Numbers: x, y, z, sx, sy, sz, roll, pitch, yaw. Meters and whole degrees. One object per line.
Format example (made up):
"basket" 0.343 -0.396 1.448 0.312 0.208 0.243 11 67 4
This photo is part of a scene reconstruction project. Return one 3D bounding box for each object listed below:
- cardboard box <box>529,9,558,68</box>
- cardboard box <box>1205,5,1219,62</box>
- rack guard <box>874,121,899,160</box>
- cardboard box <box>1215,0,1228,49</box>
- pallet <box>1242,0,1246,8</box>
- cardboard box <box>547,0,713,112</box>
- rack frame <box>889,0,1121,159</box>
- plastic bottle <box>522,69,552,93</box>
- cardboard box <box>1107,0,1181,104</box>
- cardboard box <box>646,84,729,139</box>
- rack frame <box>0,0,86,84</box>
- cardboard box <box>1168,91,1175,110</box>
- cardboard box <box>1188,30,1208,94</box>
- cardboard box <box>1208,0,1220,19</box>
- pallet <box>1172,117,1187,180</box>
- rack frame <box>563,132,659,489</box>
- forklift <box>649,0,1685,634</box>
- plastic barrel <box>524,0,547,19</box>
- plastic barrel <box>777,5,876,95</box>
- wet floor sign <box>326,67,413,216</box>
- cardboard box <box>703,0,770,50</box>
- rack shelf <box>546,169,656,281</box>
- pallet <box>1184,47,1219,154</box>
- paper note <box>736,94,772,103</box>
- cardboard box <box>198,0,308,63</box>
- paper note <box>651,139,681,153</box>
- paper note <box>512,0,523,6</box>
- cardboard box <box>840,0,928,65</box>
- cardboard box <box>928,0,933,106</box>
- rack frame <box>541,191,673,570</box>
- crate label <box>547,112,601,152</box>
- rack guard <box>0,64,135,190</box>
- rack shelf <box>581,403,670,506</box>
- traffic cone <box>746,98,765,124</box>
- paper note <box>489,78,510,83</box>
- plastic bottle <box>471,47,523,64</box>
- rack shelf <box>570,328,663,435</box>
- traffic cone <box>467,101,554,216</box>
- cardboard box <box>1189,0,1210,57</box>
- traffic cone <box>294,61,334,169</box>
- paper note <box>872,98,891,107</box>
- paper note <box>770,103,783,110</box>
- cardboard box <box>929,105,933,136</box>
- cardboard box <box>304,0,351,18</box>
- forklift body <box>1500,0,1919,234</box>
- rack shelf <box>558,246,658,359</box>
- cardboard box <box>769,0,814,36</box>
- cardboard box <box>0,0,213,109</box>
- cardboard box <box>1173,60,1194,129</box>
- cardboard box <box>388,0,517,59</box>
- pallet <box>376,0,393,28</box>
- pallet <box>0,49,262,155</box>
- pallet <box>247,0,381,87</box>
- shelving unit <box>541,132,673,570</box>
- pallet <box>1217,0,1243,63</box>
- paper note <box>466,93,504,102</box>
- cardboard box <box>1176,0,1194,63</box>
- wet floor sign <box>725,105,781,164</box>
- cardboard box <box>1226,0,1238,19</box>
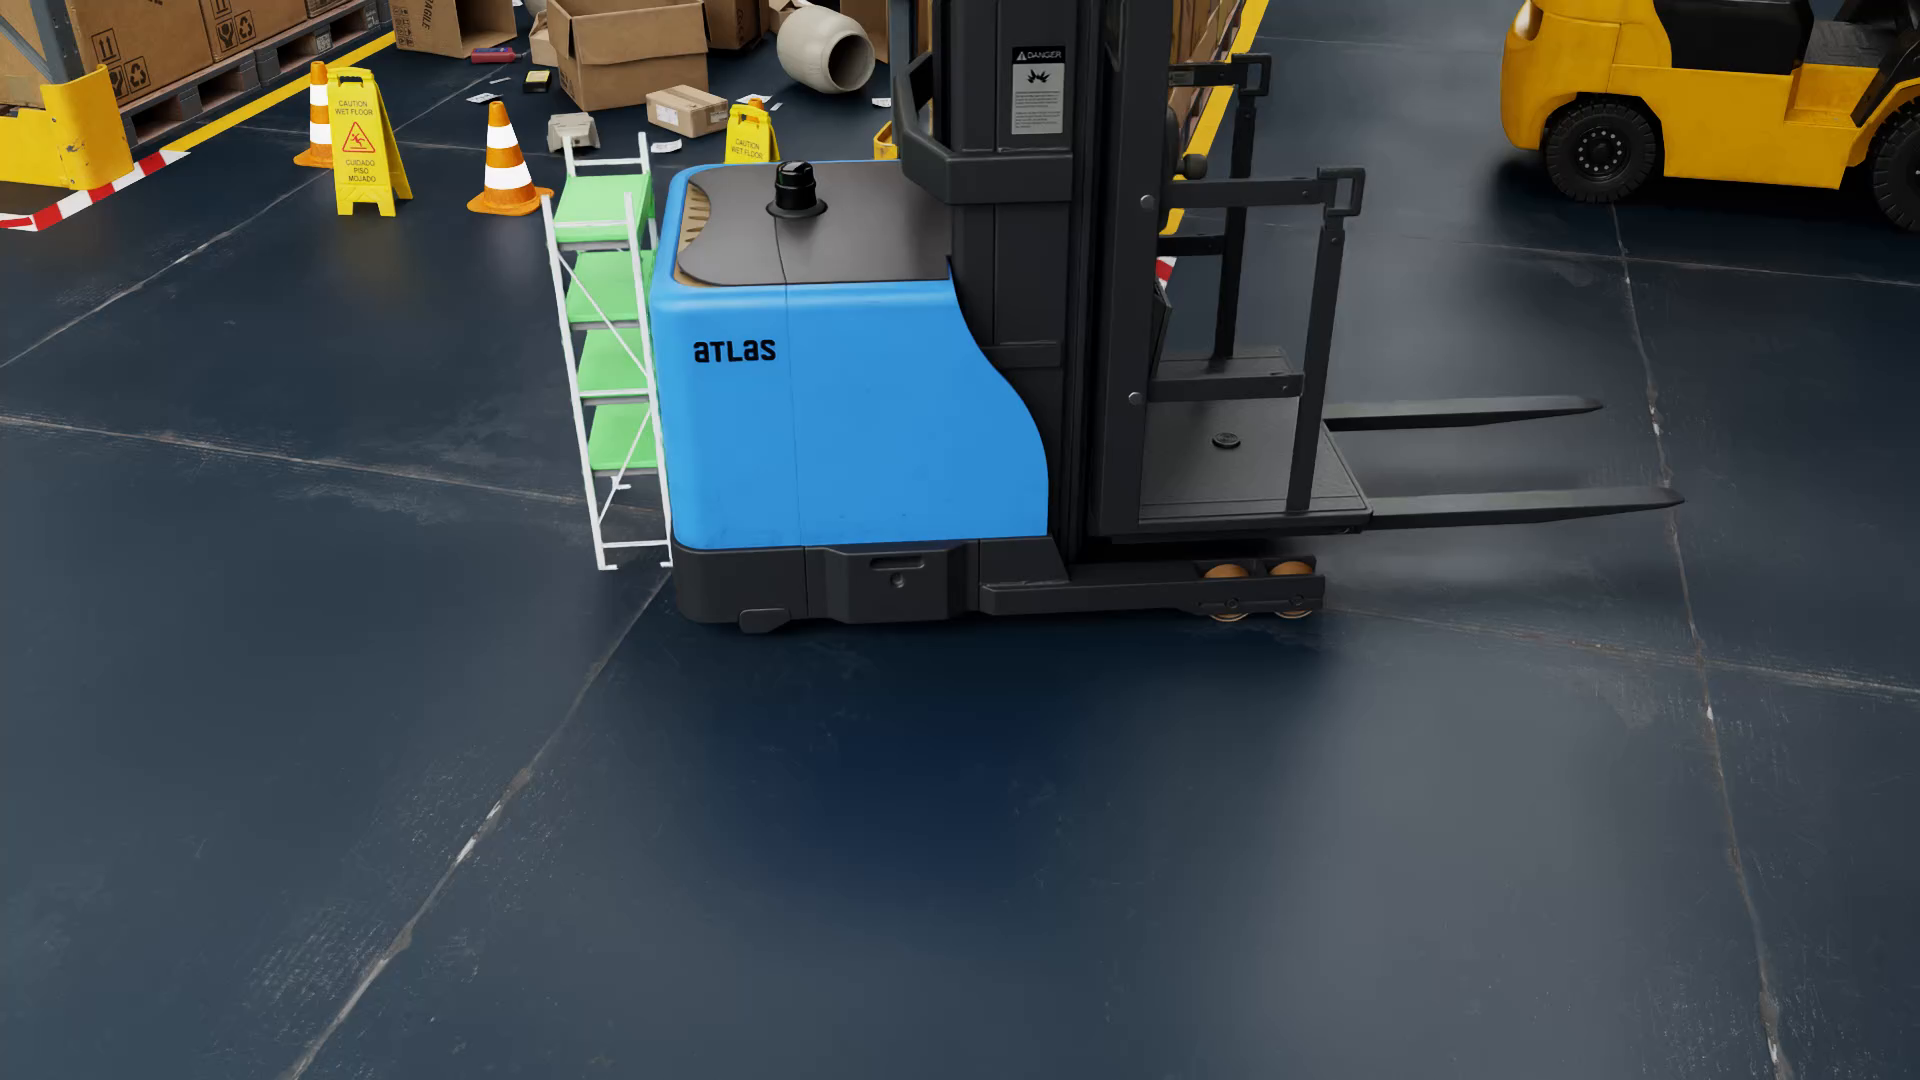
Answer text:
"cardboard box" -2.239 -2.867 9.512 0.396 0.266 0.258 14 35 21
"cardboard box" 1.080 -2.675 8.833 0.500 0.250 0.500 9 33 13
"rack guard" 0.233 -1.451 7.066 1.175 0.500 0.348 8 33 12
"cardboard box" 1.213 -2.938 9.247 0.500 0.250 0.500 7 33 11
"pallet" 1.425 -3.770 10.983 1.003 0.211 1.213 8 33 12
"cardboard box" -1.789 -2.669 8.979 0.797 0.503 0.637 -14 35 -21
"rack frame" 0.214 -2.466 6.334 1.000 3.000 0.127 8 33 12
"plastic bottle" -2.334 -2.546 9.198 0.133 0.061 0.283 -3 33 -4
"cardboard box" 0.692 -2.193 7.376 0.500 0.500 0.500 7 33 11
"cardboard box" -1.408 -2.218 8.600 0.380 0.149 0.250 28 42 36
"rack frame" -4.600 -3.088 7.311 1.000 3.000 0.127 8 33 12
"cardboard box" 0.686 -1.864 7.558 0.500 0.250 0.500 8 33 12
"cardboard box" 0.949 -2.413 8.421 0.500 0.250 0.500 10 34 16
"cardboard box" 1.083 -3.003 8.650 0.500 0.500 0.500 10 34 15
"pallet" 0.474 -1.746 7.799 1.003 0.211 1.213 8 33 12
"rack frame" -1.038 -0.685 5.205 0.240 1.200 0.015 -3 33 -4
"forklift" 0.656 -1.280 4.531 3.031 2.935 1.130 -3 33 -4
"plastic barrel" -2.389 -3.279 10.013 0.421 0.421 0.512 -21 38 -29
"plastic barrel" -0.726 -2.657 9.035 0.421 0.421 0.512 -21 38 -29
"wet floor sign" -2.692 -1.810 7.495 0.267 0.644 0.232 3 33 4
"cardboard box" -1.560 -3.213 9.708 0.797 0.637 0.503 8 33 12
"rack shelf" -1.023 -0.905 4.777 0.258 0.148 0.480 -3 33 -4
"pallet" 0.785 -2.377 8.792 1.003 0.211 1.213 8 33 12
"paper note" -1.111 -2.390 8.992 0.148 0.019 0.142 20 38 29
"cardboard box" -4.270 -3.186 9.055 0.875 0.875 0.875 8 33 12
"paper note" -1.472 -1.975 8.328 0.148 0.019 0.142 -3 33 -4
"paper note" -2.879 -3.439 10.630 0.147 0.020 0.142 -14 35 -21
"cardboard box" -0.359 -3.117 9.685 0.500 0.500 0.500 -21 38 -29
"cardboard box" 0.165 -2.251 7.467 0.500 0.500 0.500 8 33 13
"rack frame" -0.997 -0.424 4.795 0.240 1.200 0.015 -3 33 -4
"crate label" -1.945 -2.048 8.344 0.250 0.136 0.298 -8 33 -13
"rack guard" -4.606 -2.021 7.962 1.175 0.500 0.348 8 33 12
"rack shelf" -1.014 -0.298 5.163 0.258 0.148 0.480 -3 33 -4
"traffic cone" -0.925 -1.795 7.642 0.336 0.463 0.334 8 33 12
"paper note" -2.566 -2.561 9.269 0.032 0.001 0.123 28 42 36
"plastic bottle" -2.665 -2.795 9.590 0.283 0.061 0.133 -3 33 -4
"rack shelf" -1.017 -0.500 5.035 0.258 0.148 0.480 -3 33 -4
"traffic cone" -2.085 -1.769 7.602 0.336 0.463 0.334 8 33 12
"cardboard box" 0.955 -2.724 8.212 0.500 0.500 0.500 9 33 13
"traffic cone" -3.091 -2.100 8.121 0.336 0.463 0.334 8 33 12
"paper note" -0.399 -2.359 8.933 0.142 0.019 0.148 -3 33 -4
"paper note" -0.980 -2.316 8.883 0.032 0.001 0.123 8 33 12
"cardboard box" 0.165 -1.952 7.696 0.500 0.250 0.500 8 33 12
"cardboard box" -4.037 -3.659 9.799 0.875 0.875 0.875 8 33 13
"forklift body" 3.733 -2.667 7.440 2.313 2.155 1.214 8 33 12
"rack shelf" -1.020 -0.703 4.906 0.258 0.148 0.480 -3 33 -4
"cardboard box" -1.054 -3.258 10.127 0.258 0.266 0.396 -14 35 -21
"cardboard box" -4.492 -2.729 8.336 0.875 0.875 0.875 8 33 13
"cardboard box" 0.823 -2.128 7.973 0.500 0.250 0.500 9 34 14
"cardboard box" -2.986 -3.164 9.759 0.500 0.500 0.500 14 35 21
"pallet" -3.853 -3.603 10.721 1.003 0.211 1.213 8 33 12
"pallet" -4.472 -2.337 8.729 1.003 0.211 1.213 8 33 12
"pallet" -4.161 -2.968 9.722 1.003 0.211 1.213 8 33 12
"shelving unit" -1.017 -0.554 5.000 0.258 1.200 0.503 -3 33 -4
"pallet" 1.093 -3.012 9.791 1.003 0.211 1.213 8 33 12
"paper note" -2.570 -2.395 8.991 0.144 0.017 0.142 20 38 29
"cardboard box" 0.820 -2.465 7.804 0.500 0.500 0.500 7 33 11
"wet floor sign" -0.869 -1.520 7.039 0.267 0.644 0.232 20 38 29
"cardboard box" 1.339 -3.216 9.684 0.500 0.250 0.500 10 34 15
